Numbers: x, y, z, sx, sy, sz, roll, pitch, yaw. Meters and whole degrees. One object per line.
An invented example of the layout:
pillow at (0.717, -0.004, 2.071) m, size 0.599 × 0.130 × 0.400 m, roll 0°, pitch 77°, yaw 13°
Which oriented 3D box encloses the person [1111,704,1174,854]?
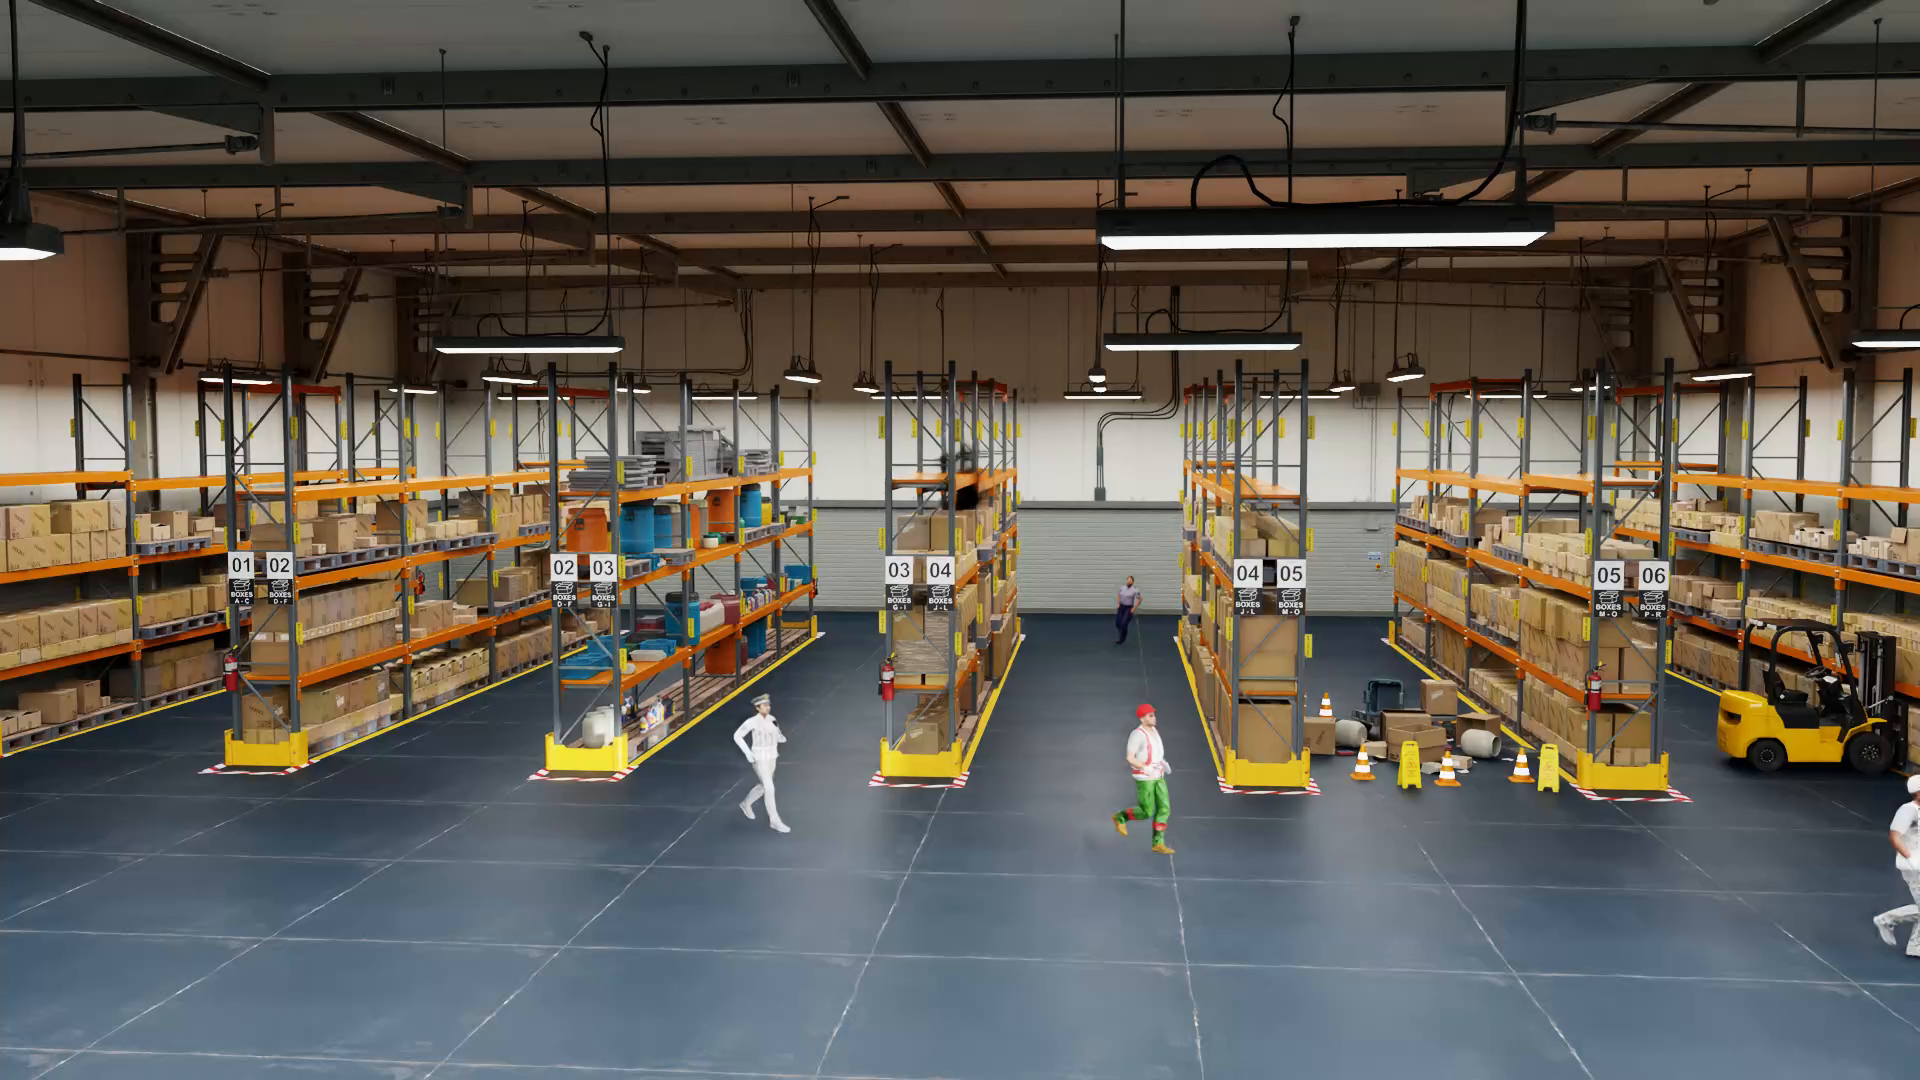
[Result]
person at (2.210, 2.822, 19.814) m, size 0.831 × 1.759 × 0.666 m, roll 3°, pitch 5°, yaw 39°

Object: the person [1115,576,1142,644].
person at (3.972, 1.642, 39.179) m, size 0.694 × 1.584 × 0.562 m, roll 2°, pitch 4°, yaw 28°

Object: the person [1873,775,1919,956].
person at (9.065, 3.094, 15.812) m, size 0.671 × 1.743 × 0.545 m, roll -3°, pitch 5°, yaw -40°

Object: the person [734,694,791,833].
person at (-2.469, 2.762, 20.869) m, size 0.936 × 1.687 × 0.610 m, roll 3°, pitch 5°, yaw 35°
